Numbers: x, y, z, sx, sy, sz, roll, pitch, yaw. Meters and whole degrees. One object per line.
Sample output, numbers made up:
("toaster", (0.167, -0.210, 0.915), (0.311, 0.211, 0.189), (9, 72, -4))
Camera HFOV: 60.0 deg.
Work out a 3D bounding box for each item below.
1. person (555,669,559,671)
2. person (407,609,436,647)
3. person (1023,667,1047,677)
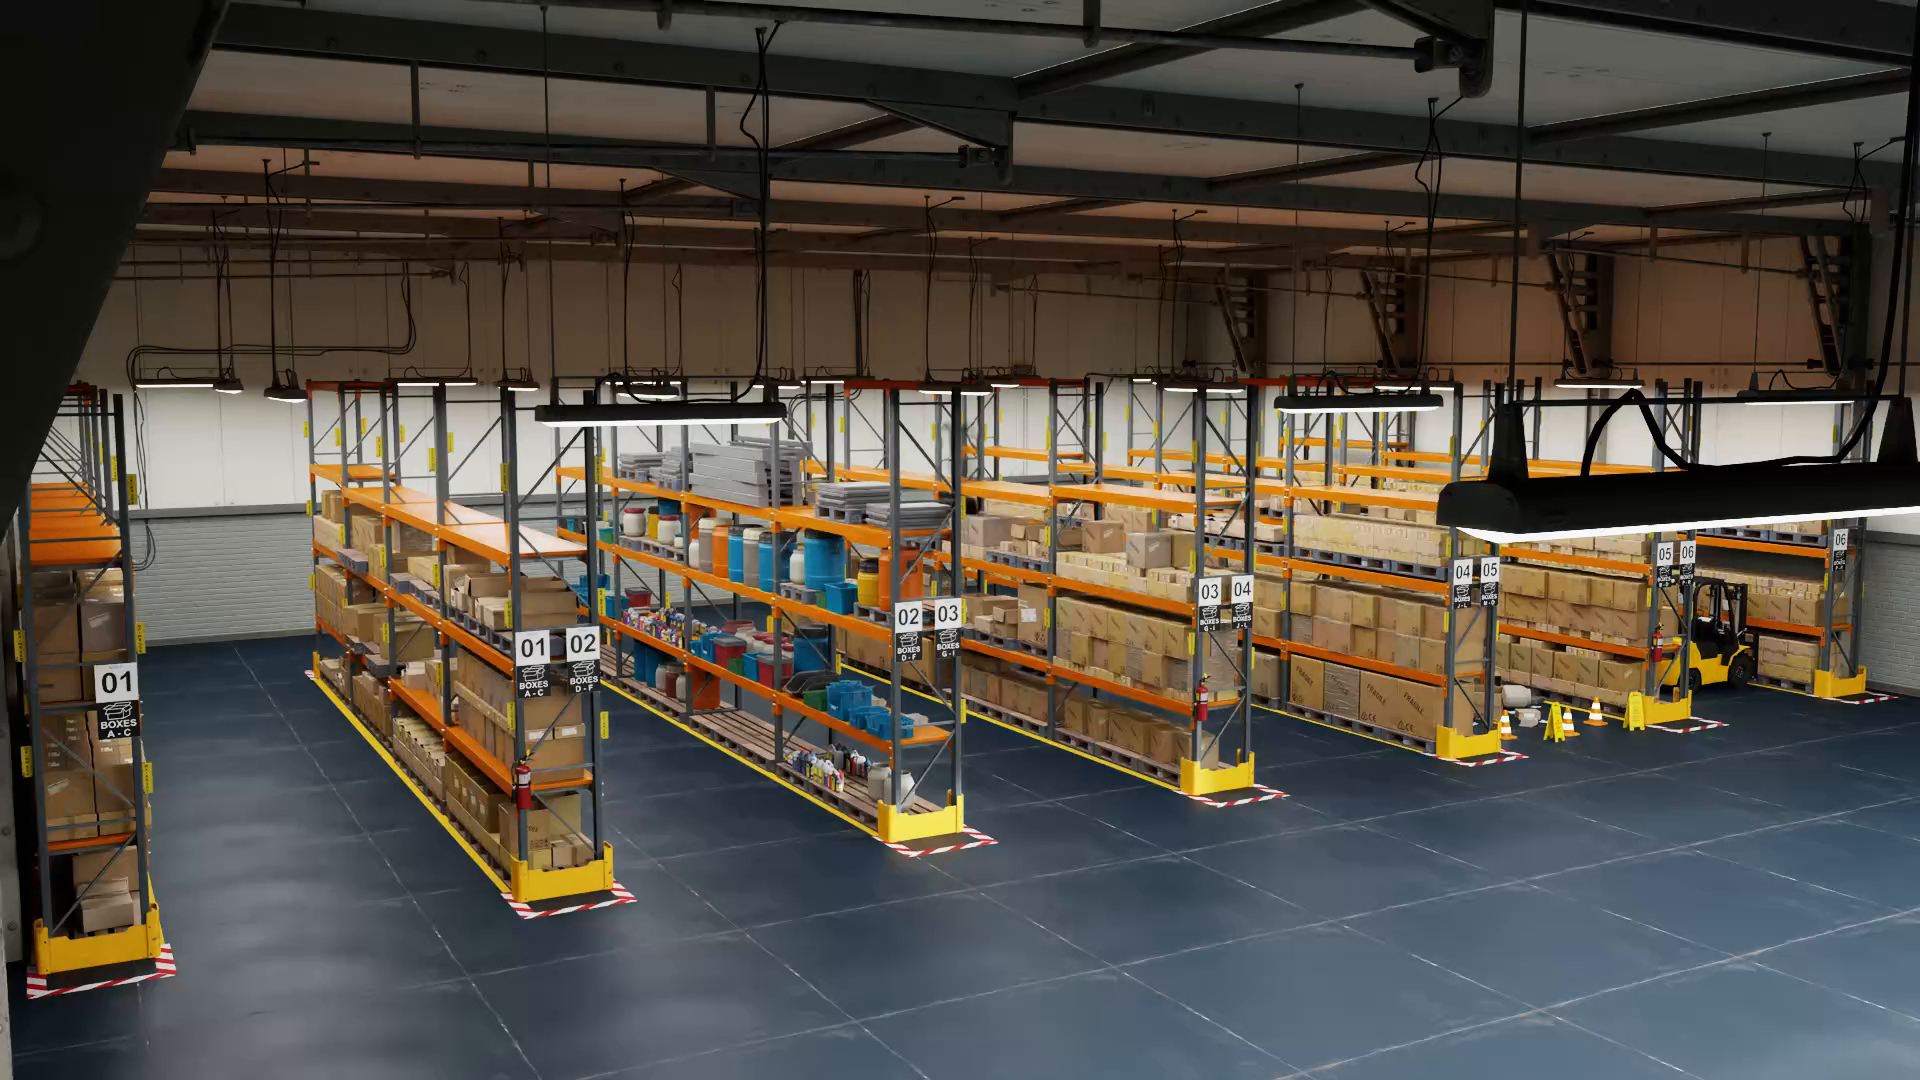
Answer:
("person", (-7.761, 2.198, 31.386), (0.559, 1.640, 0.836), (-4, 7, -32))
("person", (-11.304, 1.780, 34.785), (0.814, 1.759, 0.777), (3, 7, 25))
("person", (1.524, 2.082, 32.513), (0.595, 1.601, 0.561), (-4, 7, -36))
